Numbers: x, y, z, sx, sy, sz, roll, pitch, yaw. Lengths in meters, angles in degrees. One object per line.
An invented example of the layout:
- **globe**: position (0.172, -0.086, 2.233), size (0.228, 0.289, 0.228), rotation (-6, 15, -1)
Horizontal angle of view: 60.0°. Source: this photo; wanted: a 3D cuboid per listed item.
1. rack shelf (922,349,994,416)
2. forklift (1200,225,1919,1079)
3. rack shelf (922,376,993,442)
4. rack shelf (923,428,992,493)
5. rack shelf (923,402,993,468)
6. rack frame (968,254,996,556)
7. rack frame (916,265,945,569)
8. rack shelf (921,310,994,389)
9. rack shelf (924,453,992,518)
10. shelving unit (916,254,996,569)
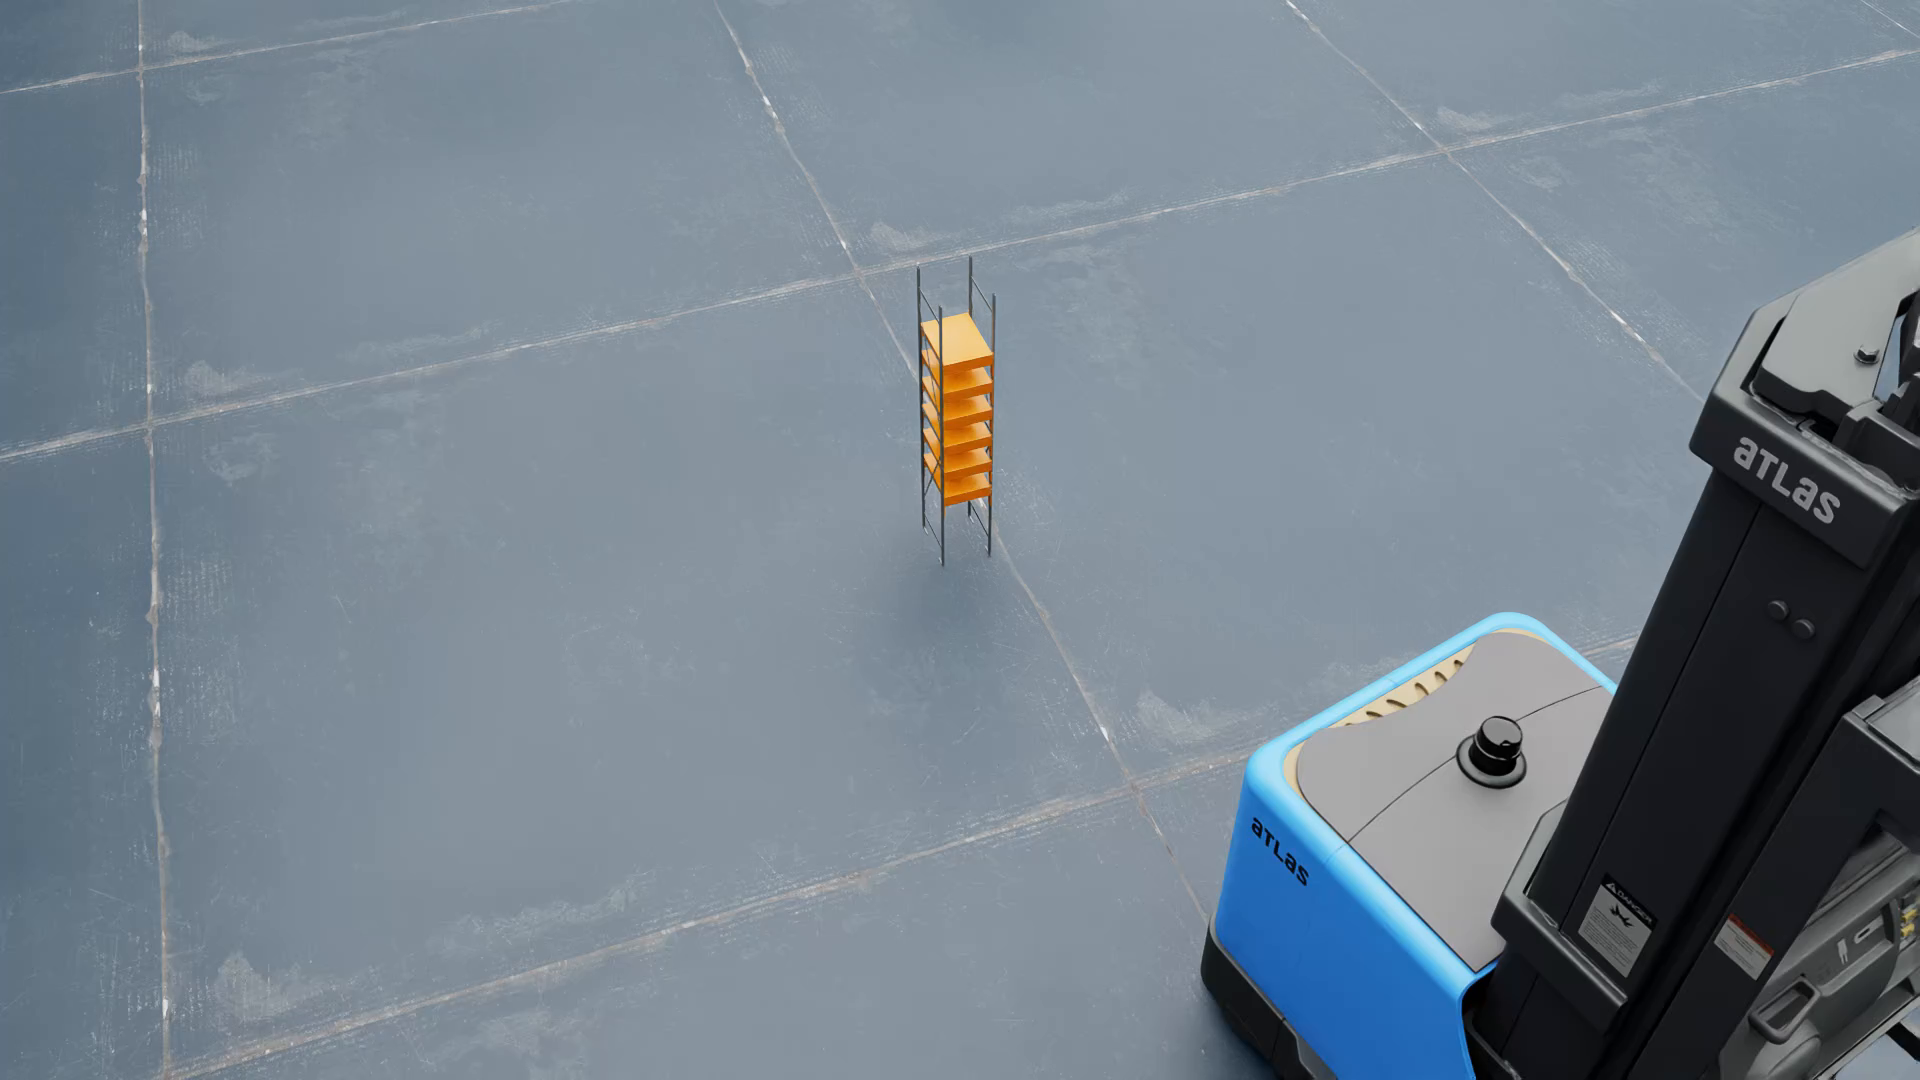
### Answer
- **rack shelf**: position (-0.014, -0.558, 5.683), size (0.180, 0.103, 0.258), rotation (-14, 47, -14)
- **forklift**: position (1.935, 0.957, 3.227), size (1.130, 2.935, 3.031), rotation (-25, 50, -23)
- **rack shelf**: position (-0.014, -0.473, 5.768), size (0.180, 0.103, 0.258), rotation (-14, 47, -14)
- **rack shelf**: position (-0.014, -0.304, 5.938), size (0.180, 0.103, 0.258), rotation (-14, 47, -14)
- **rack shelf**: position (-0.014, -0.389, 5.853), size (0.180, 0.103, 0.258), rotation (-14, 47, -14)
- **rack frame**: position (0.072, -0.442, 5.843), size (0.006, 1.200, 0.240), rotation (-14, 47, -14)
- **rack frame**: position (-0.100, -0.398, 5.800), size (0.006, 1.200, 0.240), rotation (-14, 47, -14)
- **rack shelf**: position (-0.014, -0.643, 5.598), size (0.180, 0.103, 0.258), rotation (-14, 47, -14)
- **rack shelf**: position (-0.014, -0.219, 6.023), size (0.180, 0.103, 0.258), rotation (-14, 47, -14)
- **shelving unit**: position (-0.014, -0.420, 5.822), size (0.189, 1.200, 0.258), rotation (-14, 47, -14)
